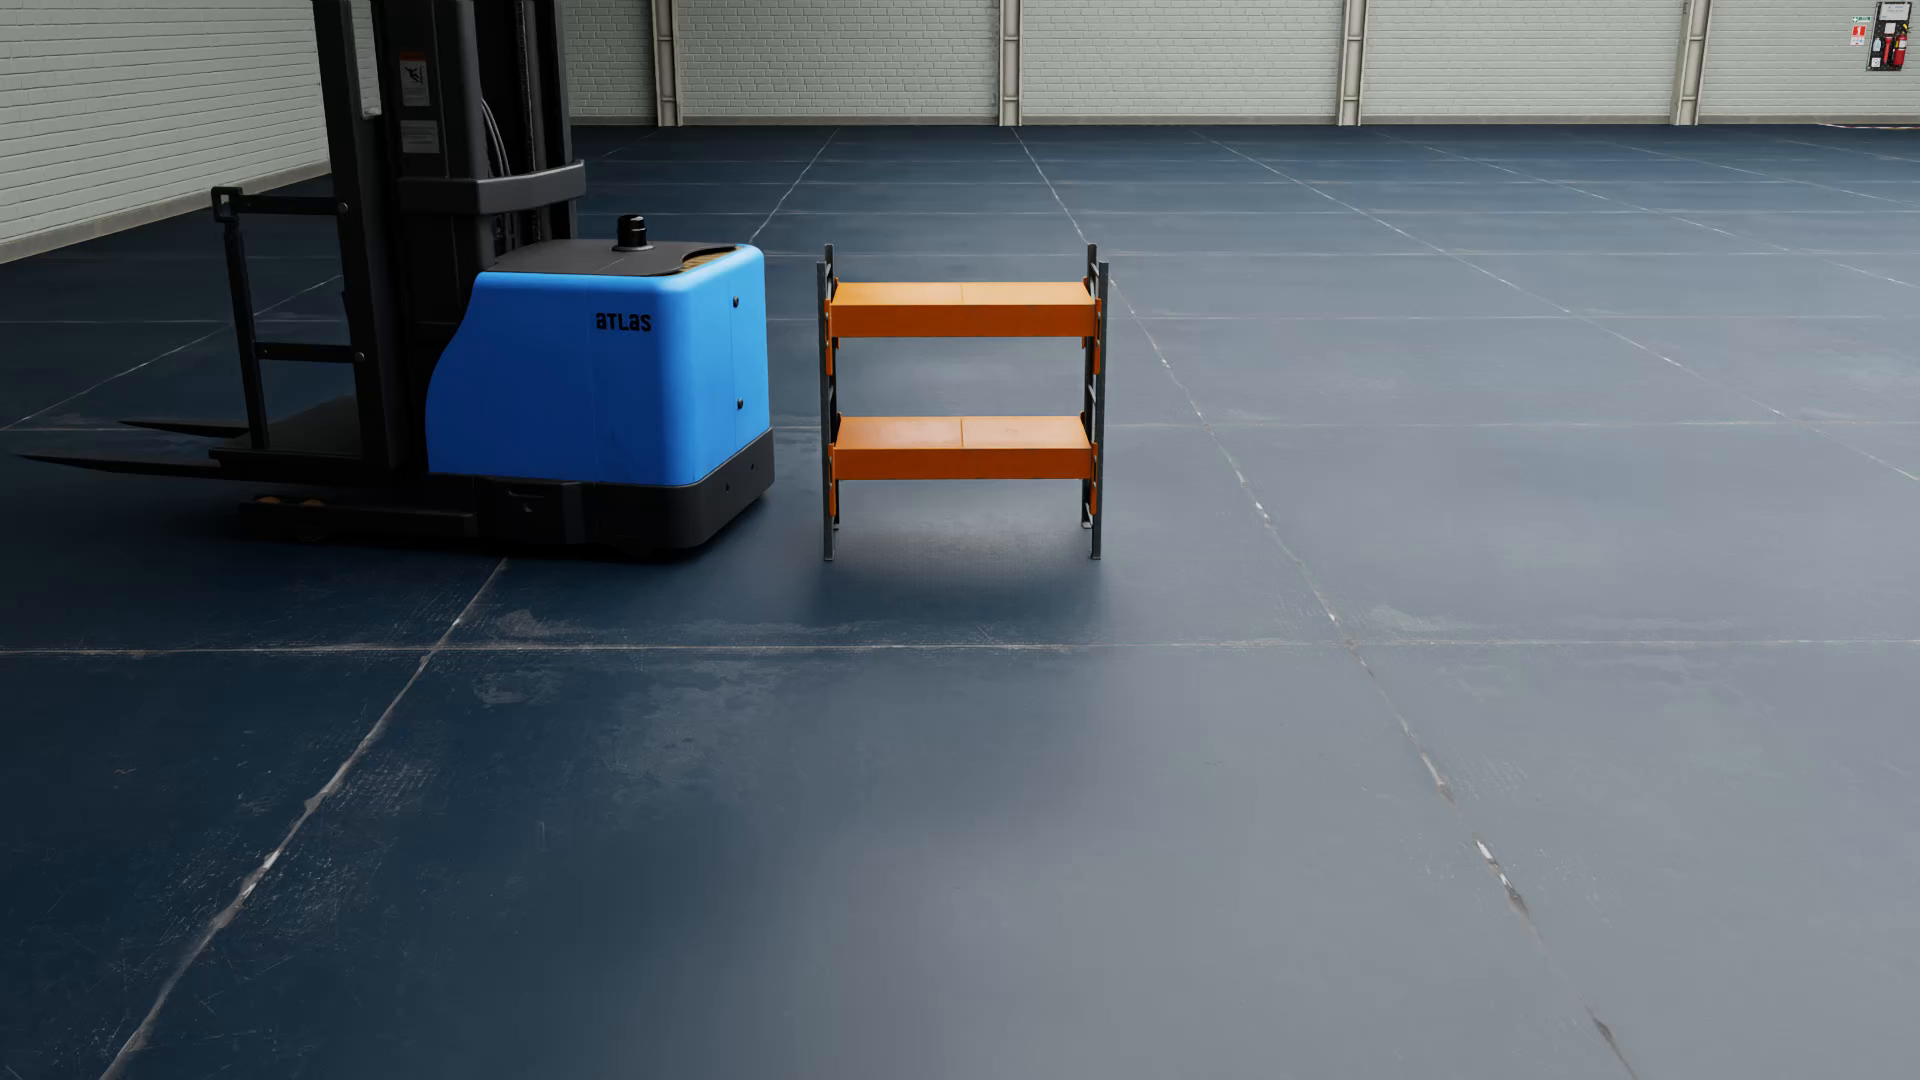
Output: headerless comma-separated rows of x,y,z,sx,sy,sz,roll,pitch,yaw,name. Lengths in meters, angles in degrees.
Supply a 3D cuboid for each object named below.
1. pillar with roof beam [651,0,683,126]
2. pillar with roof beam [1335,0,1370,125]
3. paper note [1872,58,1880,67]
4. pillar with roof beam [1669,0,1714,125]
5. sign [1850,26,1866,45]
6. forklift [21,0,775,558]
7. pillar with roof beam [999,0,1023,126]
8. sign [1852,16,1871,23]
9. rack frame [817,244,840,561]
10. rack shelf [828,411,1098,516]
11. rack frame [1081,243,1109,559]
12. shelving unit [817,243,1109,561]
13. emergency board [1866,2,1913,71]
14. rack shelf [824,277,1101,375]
-5.044,-10.291,23.896,0.400,9.000,9.100,0,18,-1,pillar with roof beam
6.955,-10.349,24.077,0.400,9.000,9.100,0,18,-1,pillar with roof beam
16.236,-8.466,29.469,0.142,0.148,0.016,0,18,-1,paper note
12.954,-10.378,24.167,0.400,9.000,9.100,0,18,-1,pillar with roof beam
15.860,-8.911,29.356,0.234,0.329,0.001,0,18,-1,sign
-2.359,-1.539,6.547,3.031,2.935,1.130,4,18,11,forklift
0.956,-10.320,23.987,0.400,9.000,9.100,0,18,-1,pillar with roof beam
15.864,-9.160,29.266,0.331,0.109,0.001,0,18,-1,sign
-0.502,-0.533,6.368,0.032,1.125,0.500,0,18,-1,rack frame
0.007,-0.303,6.451,1.000,0.278,0.538,0,18,-1,rack shelf
0.515,-0.538,6.384,0.032,1.125,0.500,0,18,-1,rack frame
0.007,-0.536,6.376,1.048,1.125,0.538,0,18,-1,shelving unit
16.414,-8.865,29.271,0.643,1.169,0.194,0,18,-1,emergency board
0.007,-0.814,6.286,1.000,0.278,0.538,0,18,-1,rack shelf
